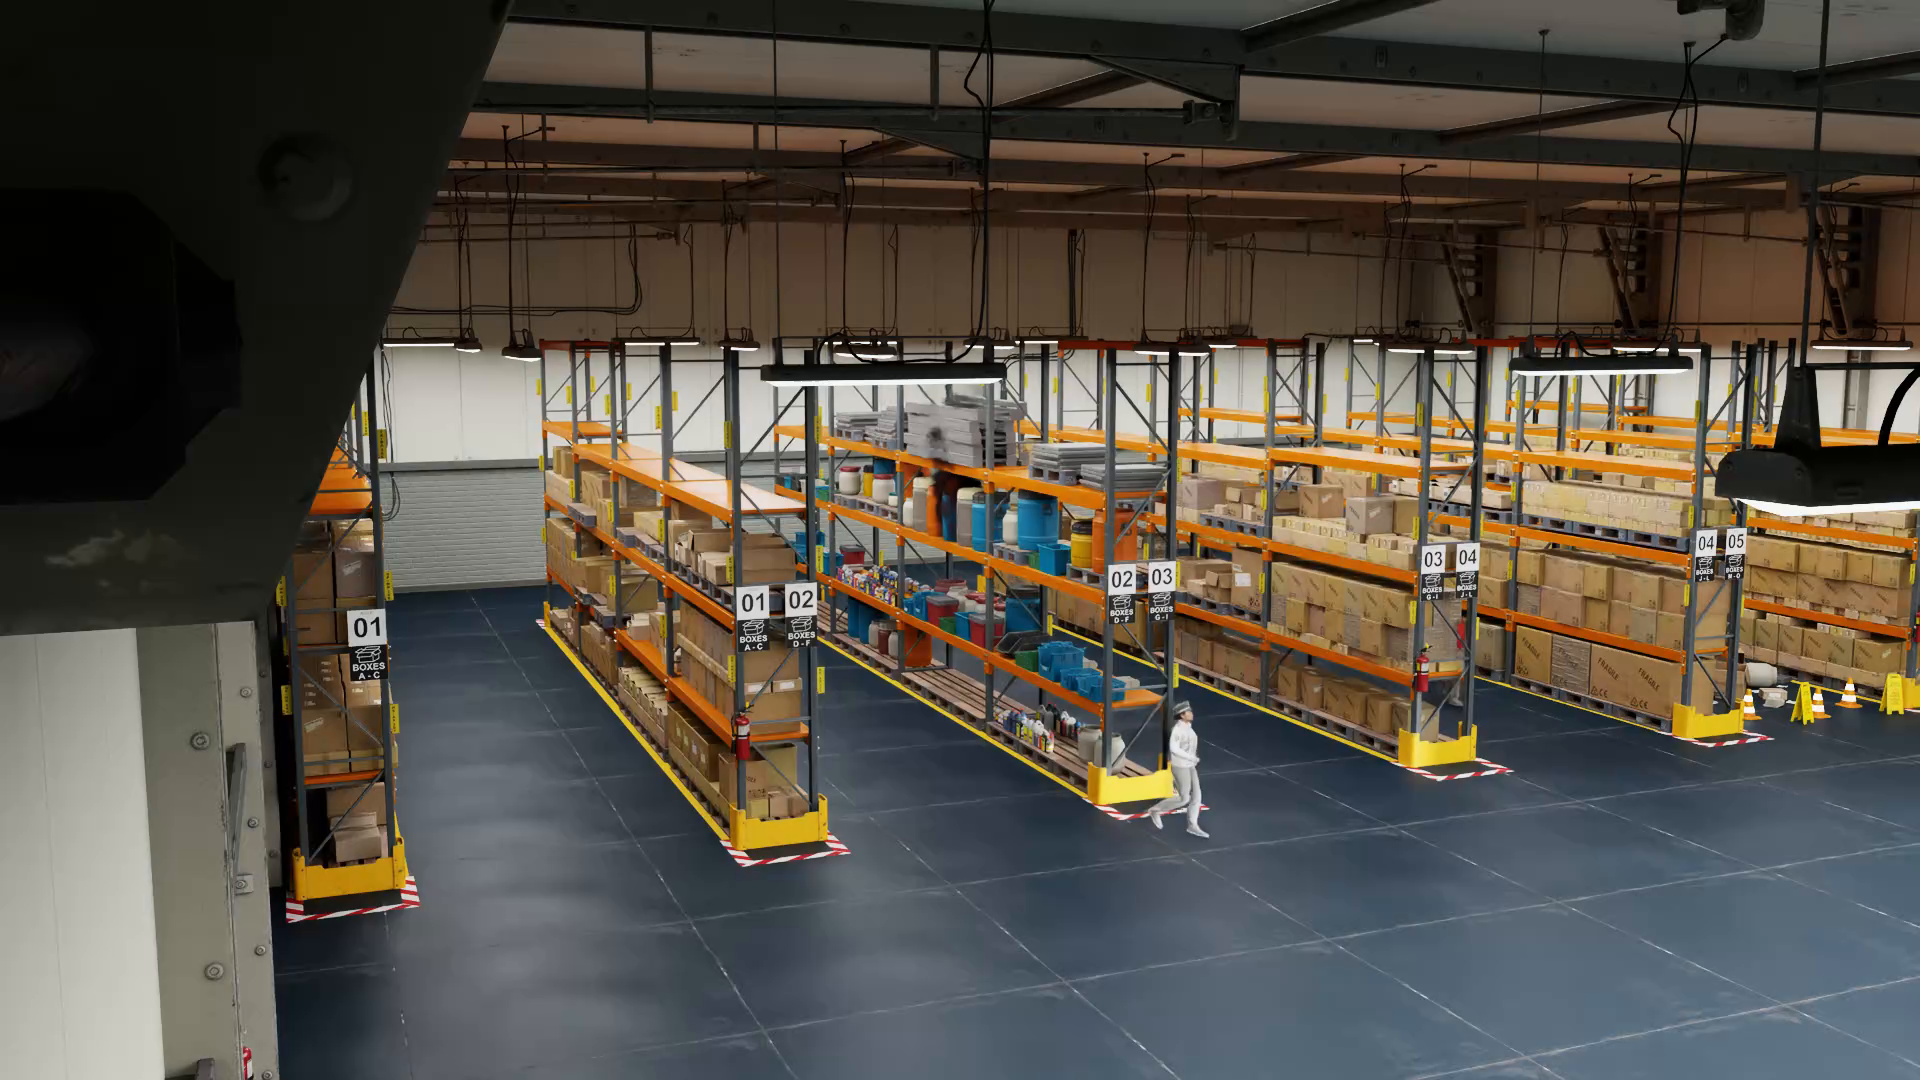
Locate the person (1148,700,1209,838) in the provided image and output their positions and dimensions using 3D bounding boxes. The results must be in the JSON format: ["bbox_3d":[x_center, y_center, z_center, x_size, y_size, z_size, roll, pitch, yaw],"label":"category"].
[{"bbox_3d":[2.754,2.829,20.696,0.762,1.698,0.641,3,8,20],"label":"person"}]

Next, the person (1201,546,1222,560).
[{"bbox_3d":[6.301,0.014,42.057,0.892,1.712,0.646,-4,8,-27],"label":"person"}]

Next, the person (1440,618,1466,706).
[{"bbox_3d":[8.215,1.902,27.706,0.664,1.674,0.633,-4,9,-30],"label":"person"}]
